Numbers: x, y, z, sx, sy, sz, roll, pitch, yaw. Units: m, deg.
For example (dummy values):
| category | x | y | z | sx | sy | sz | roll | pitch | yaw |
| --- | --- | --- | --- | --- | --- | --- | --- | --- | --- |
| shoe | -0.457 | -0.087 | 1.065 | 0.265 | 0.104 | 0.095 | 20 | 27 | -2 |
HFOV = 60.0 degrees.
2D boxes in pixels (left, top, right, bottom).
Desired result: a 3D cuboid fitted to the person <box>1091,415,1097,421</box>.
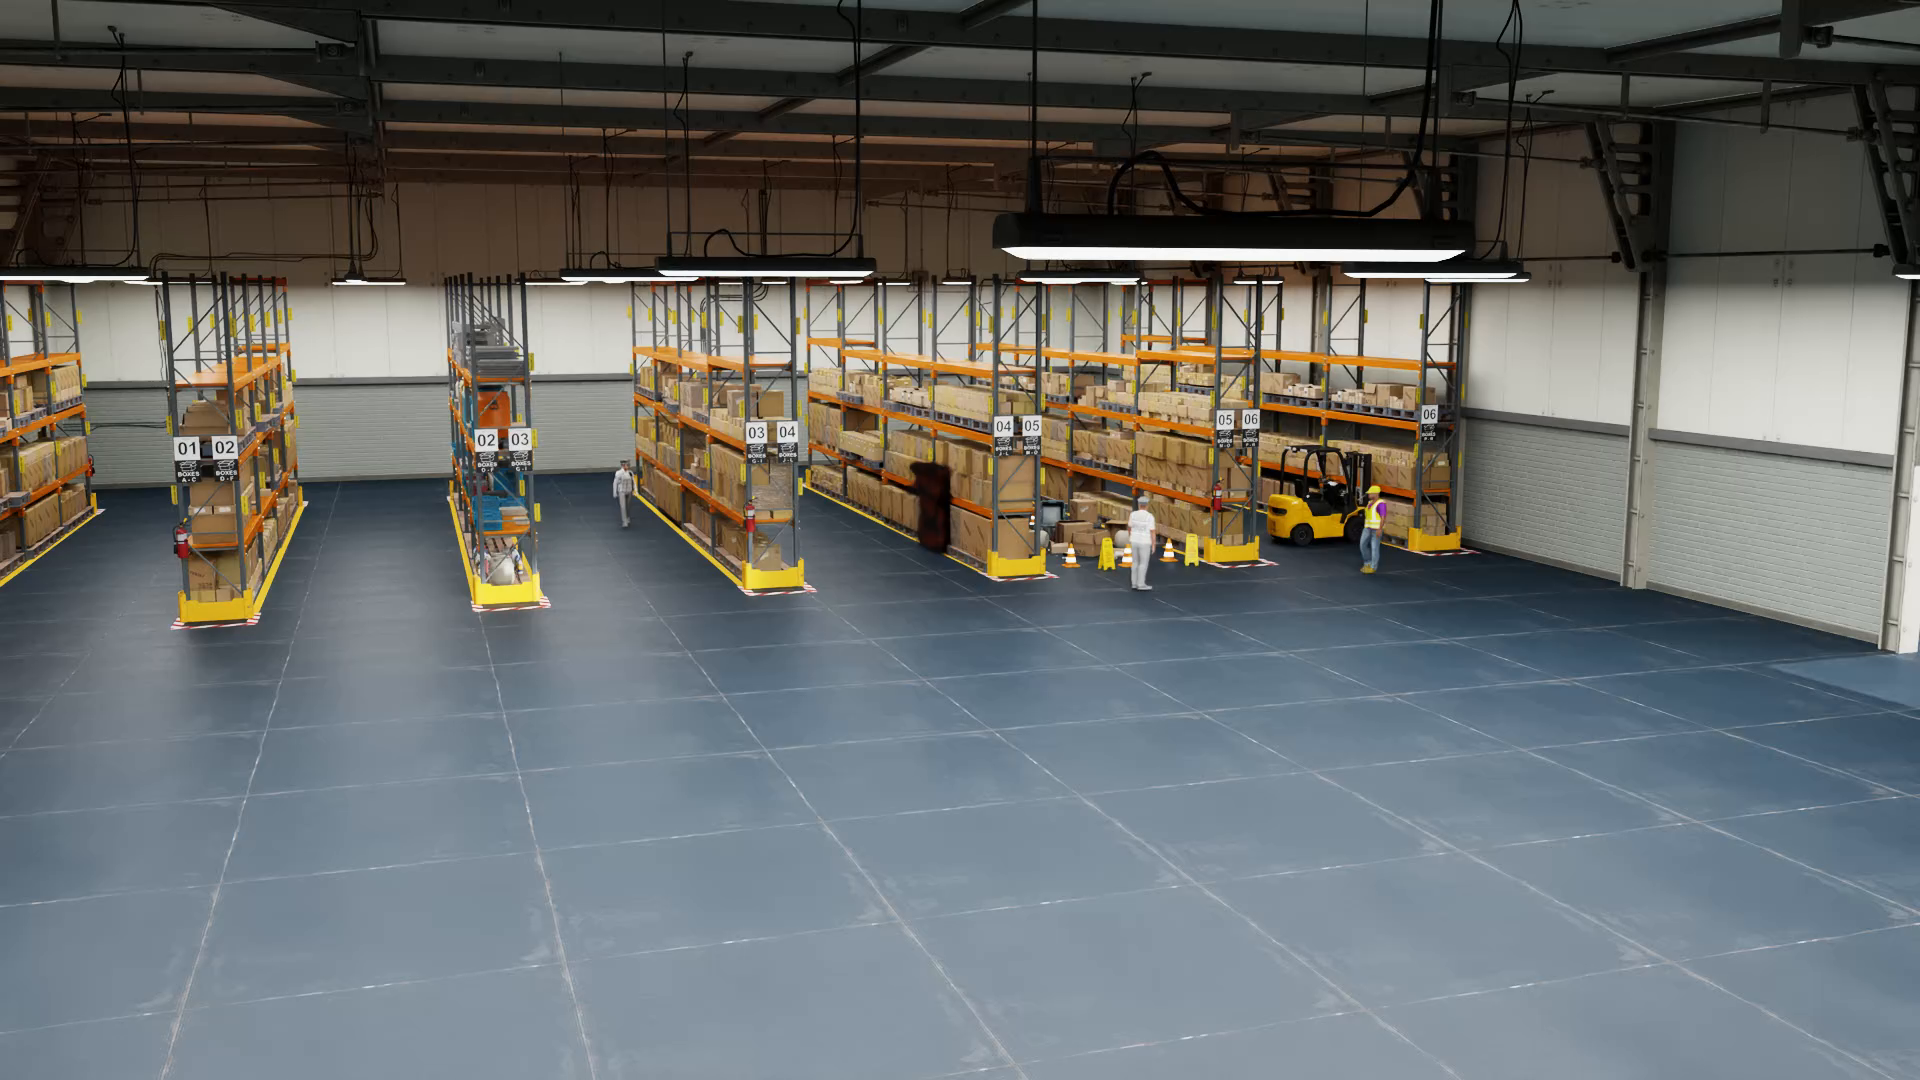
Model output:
| category | x | y | z | sx | sy | sz | roll | pitch | yaw |
| --- | --- | --- | --- | --- | --- | --- | --- | --- | --- |
| person | 4.302 | -3.093 | 52.611 | 0.807 | 1.755 | 0.620 | -3 | 9 | -18 |

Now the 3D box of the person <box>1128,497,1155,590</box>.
| category | x | y | z | sx | sy | sz | roll | pitch | yaw |
| --- | --- | --- | --- | --- | --- | --- | --- | --- | --- |
| person | 3.473 | 0.072 | 31.731 | 0.553 | 1.770 | 0.403 | 6 | 10 | 33 |

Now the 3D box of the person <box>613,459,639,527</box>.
| category | x | y | z | sx | sy | sz | roll | pitch | yaw |
| --- | --- | --- | --- | --- | --- | --- | --- | --- | --- |
| person | -8.100 | -1.157 | 40.299 | 0.579 | 1.614 | 0.974 | -3 | 9 | -20 |

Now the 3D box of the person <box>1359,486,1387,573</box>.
| category | x | y | z | sx | sy | sz | roll | pitch | yaw |
| --- | --- | --- | --- | --- | --- | --- | --- | --- | --- |
| person | 8.365 | -0.199 | 33.676 | 0.496 | 1.803 | 0.587 | -6 | 11 | -36 |
